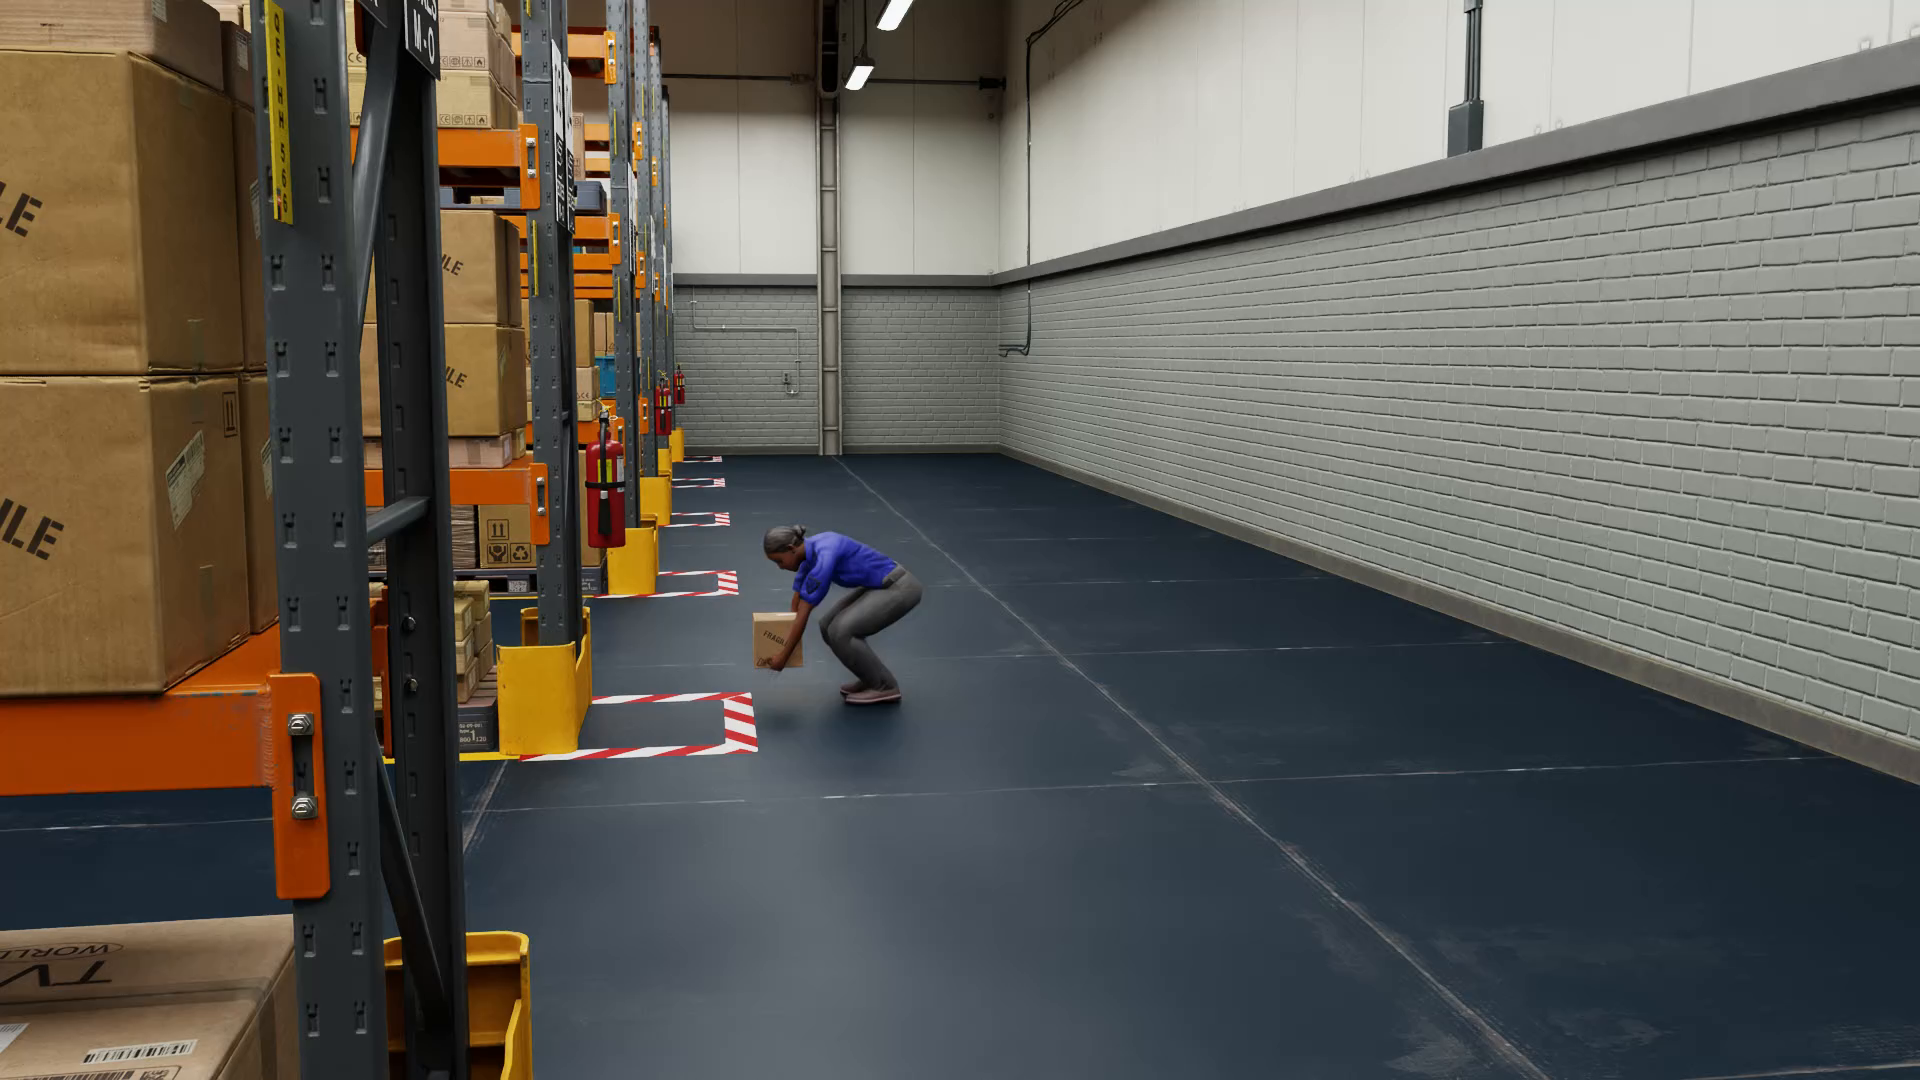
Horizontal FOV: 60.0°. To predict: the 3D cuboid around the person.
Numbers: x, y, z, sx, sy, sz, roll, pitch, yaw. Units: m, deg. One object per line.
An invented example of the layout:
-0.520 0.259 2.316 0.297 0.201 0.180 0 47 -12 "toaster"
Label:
-0.623 0.384 8.737 0.855 0.931 0.468 -1 7 -11 "person"
